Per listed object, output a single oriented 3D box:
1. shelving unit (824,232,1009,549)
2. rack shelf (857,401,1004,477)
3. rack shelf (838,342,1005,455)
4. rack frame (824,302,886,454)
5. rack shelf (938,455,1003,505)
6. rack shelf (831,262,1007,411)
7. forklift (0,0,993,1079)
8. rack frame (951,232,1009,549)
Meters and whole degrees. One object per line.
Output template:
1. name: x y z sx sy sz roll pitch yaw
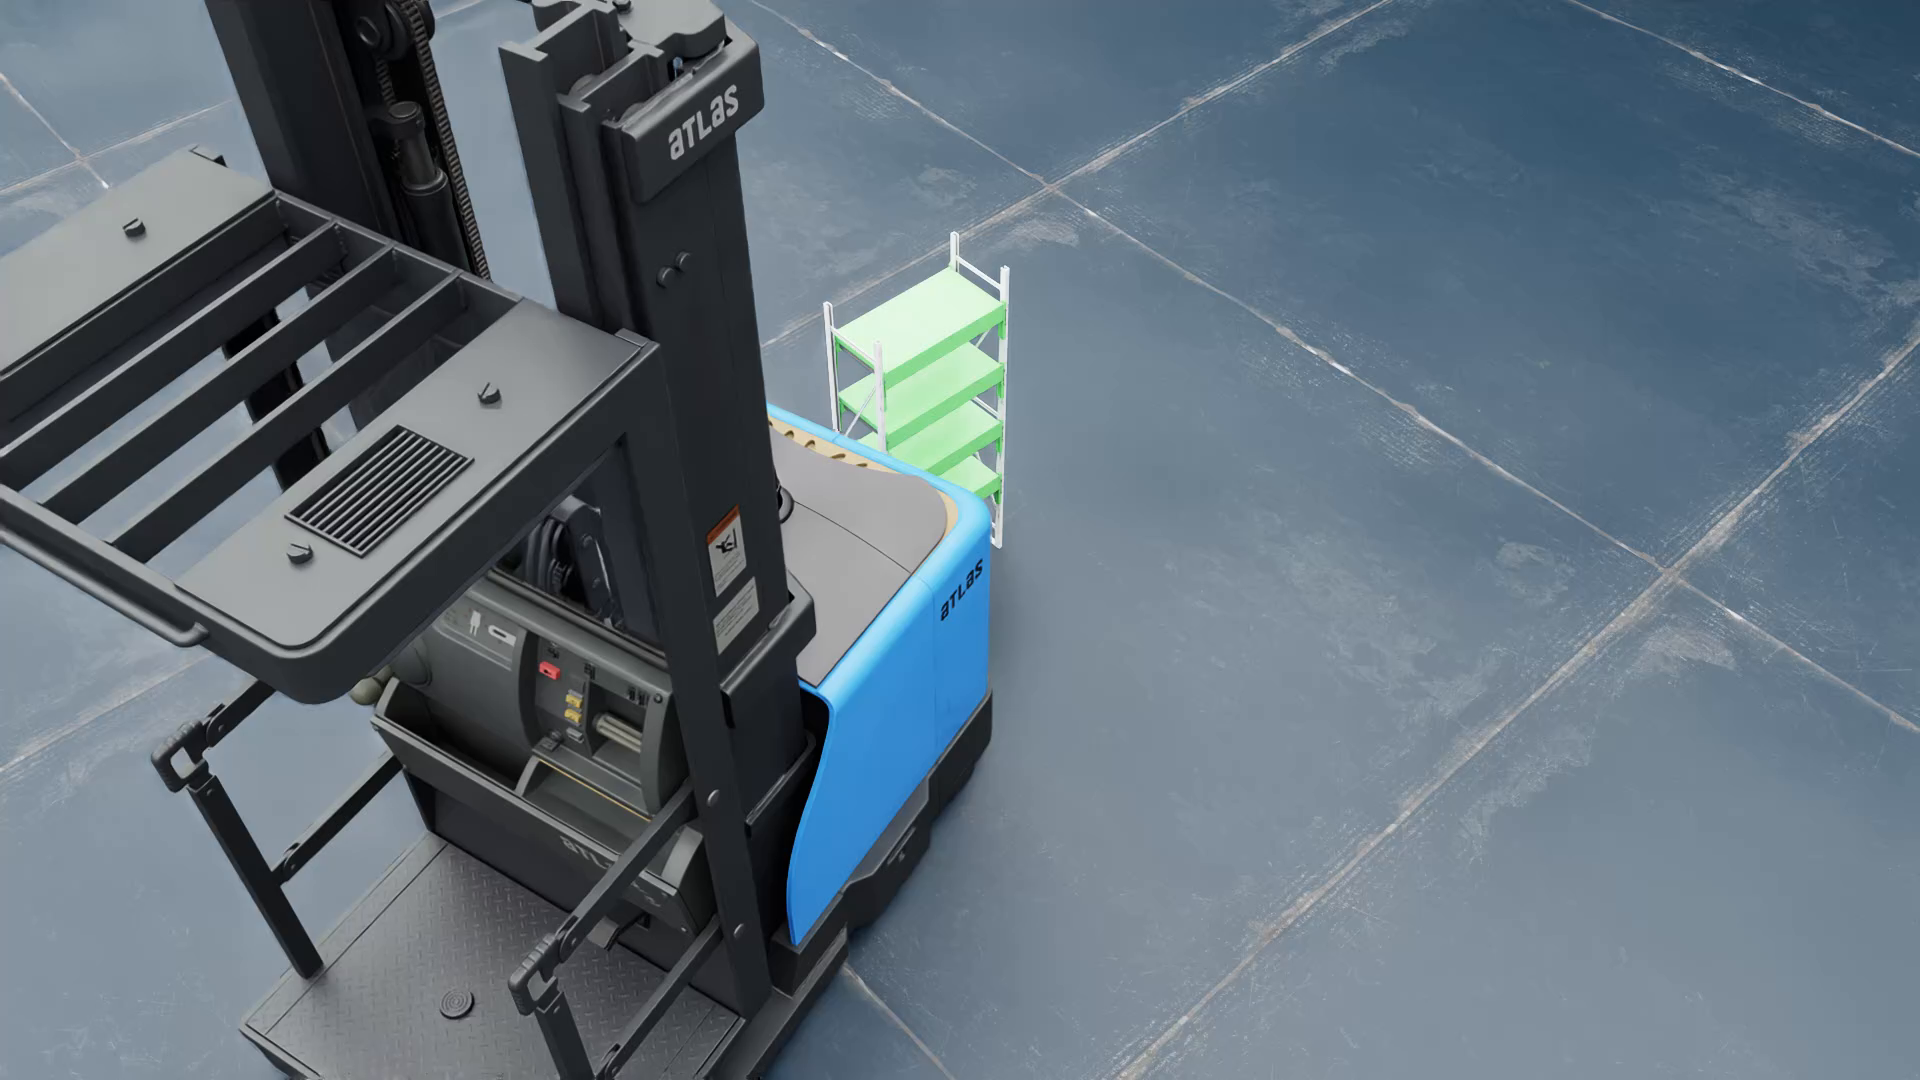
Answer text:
1. shelving unit: -0.122 -0.325 5.234 0.503 1.200 0.258 -34 56 -27
2. rack shelf: -0.122 -0.282 5.280 0.480 0.148 0.258 -34 56 -27
3. rack shelf: -0.122 -0.444 5.104 0.480 0.148 0.258 -34 56 -27
4. rack frame: -0.303 -0.204 5.122 0.015 1.200 0.240 -34 56 -27
5. rack shelf: -0.122 -0.119 5.457 0.480 0.148 0.258 -34 56 -27
6. rack shelf: -0.122 -0.607 4.928 0.480 0.148 0.258 -34 56 -27
7. forklift: -1.100 0.369 3.416 1.130 2.935 3.031 24 52 21
8. rack frame: 0.058 -0.446 5.345 0.015 1.200 0.240 -34 56 -27
